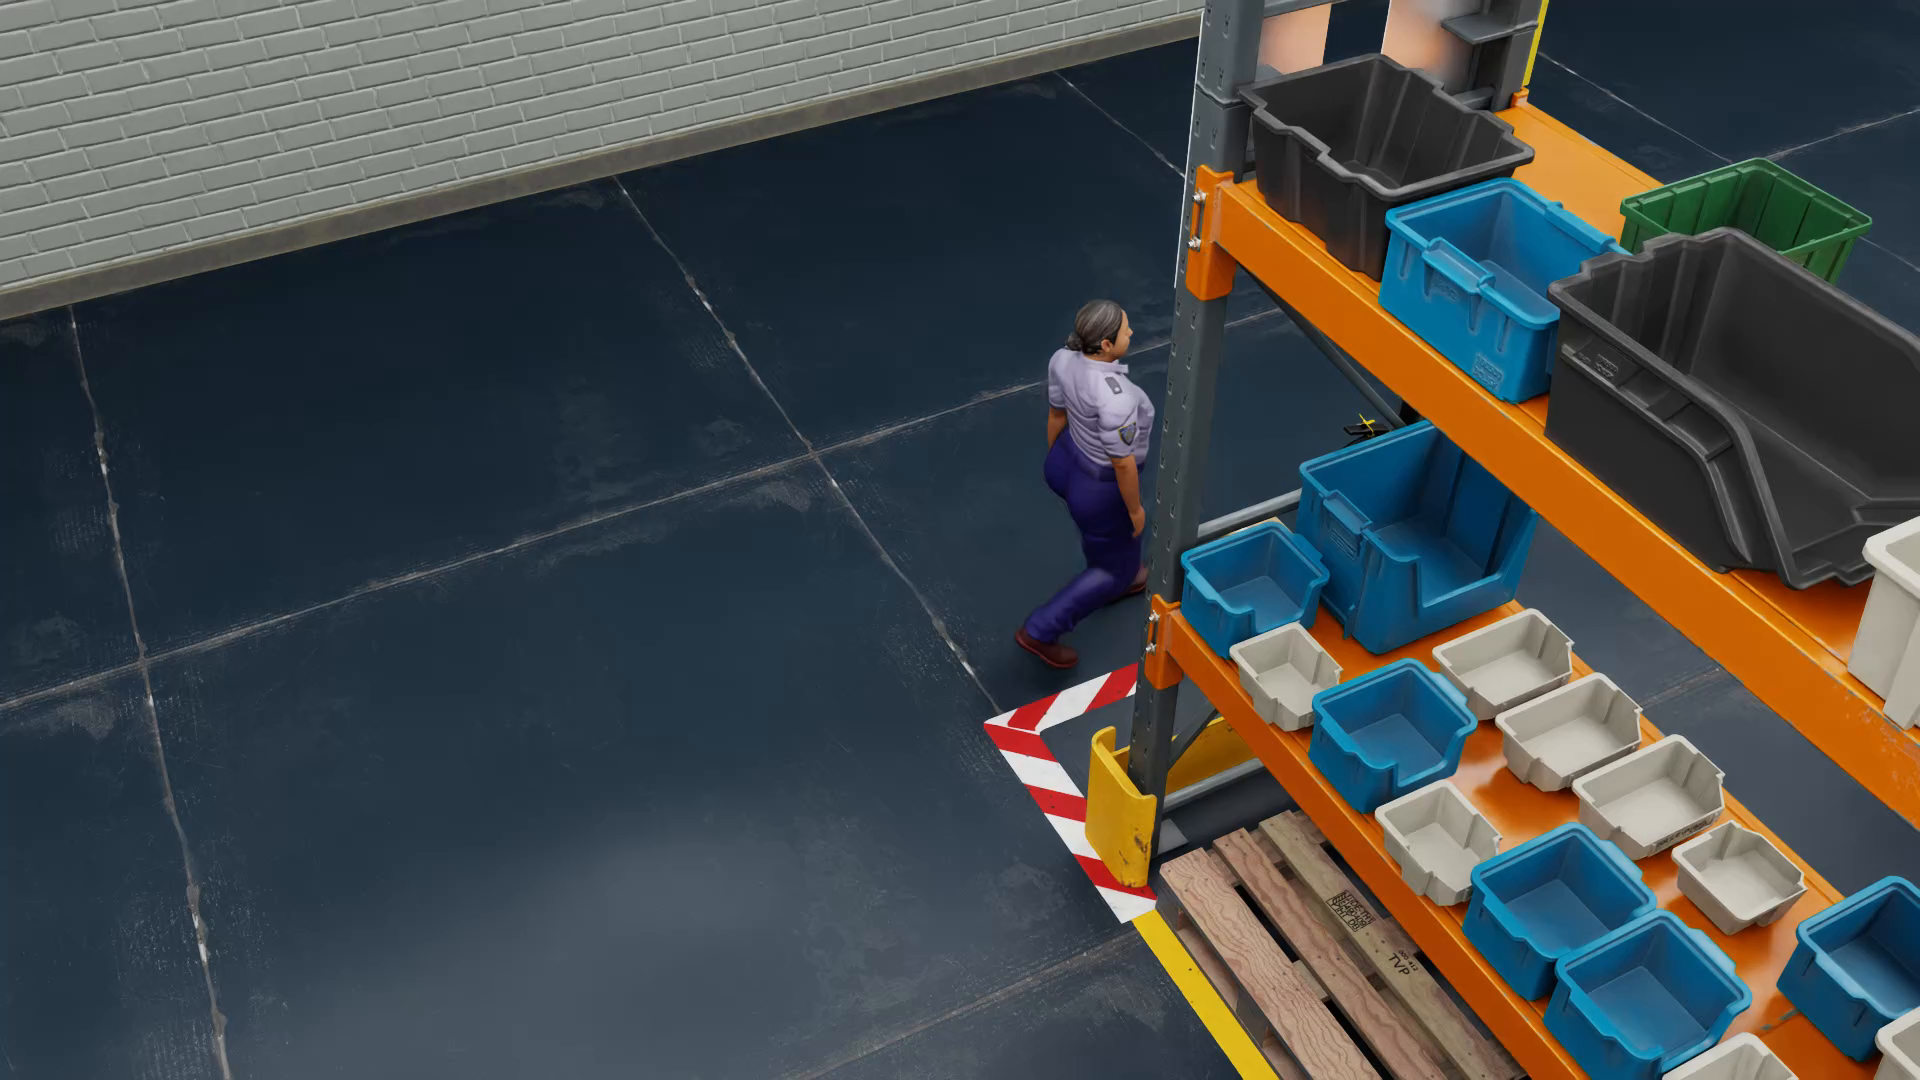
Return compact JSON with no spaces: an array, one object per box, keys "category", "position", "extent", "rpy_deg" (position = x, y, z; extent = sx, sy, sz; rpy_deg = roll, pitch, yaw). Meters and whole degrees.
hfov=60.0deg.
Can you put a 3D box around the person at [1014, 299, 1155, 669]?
[{"category":"person","position":[0.533,-0.241,6.442],"extent":[0.818,1.615,0.524],"rpy_deg":[-20,45,-21]}]
